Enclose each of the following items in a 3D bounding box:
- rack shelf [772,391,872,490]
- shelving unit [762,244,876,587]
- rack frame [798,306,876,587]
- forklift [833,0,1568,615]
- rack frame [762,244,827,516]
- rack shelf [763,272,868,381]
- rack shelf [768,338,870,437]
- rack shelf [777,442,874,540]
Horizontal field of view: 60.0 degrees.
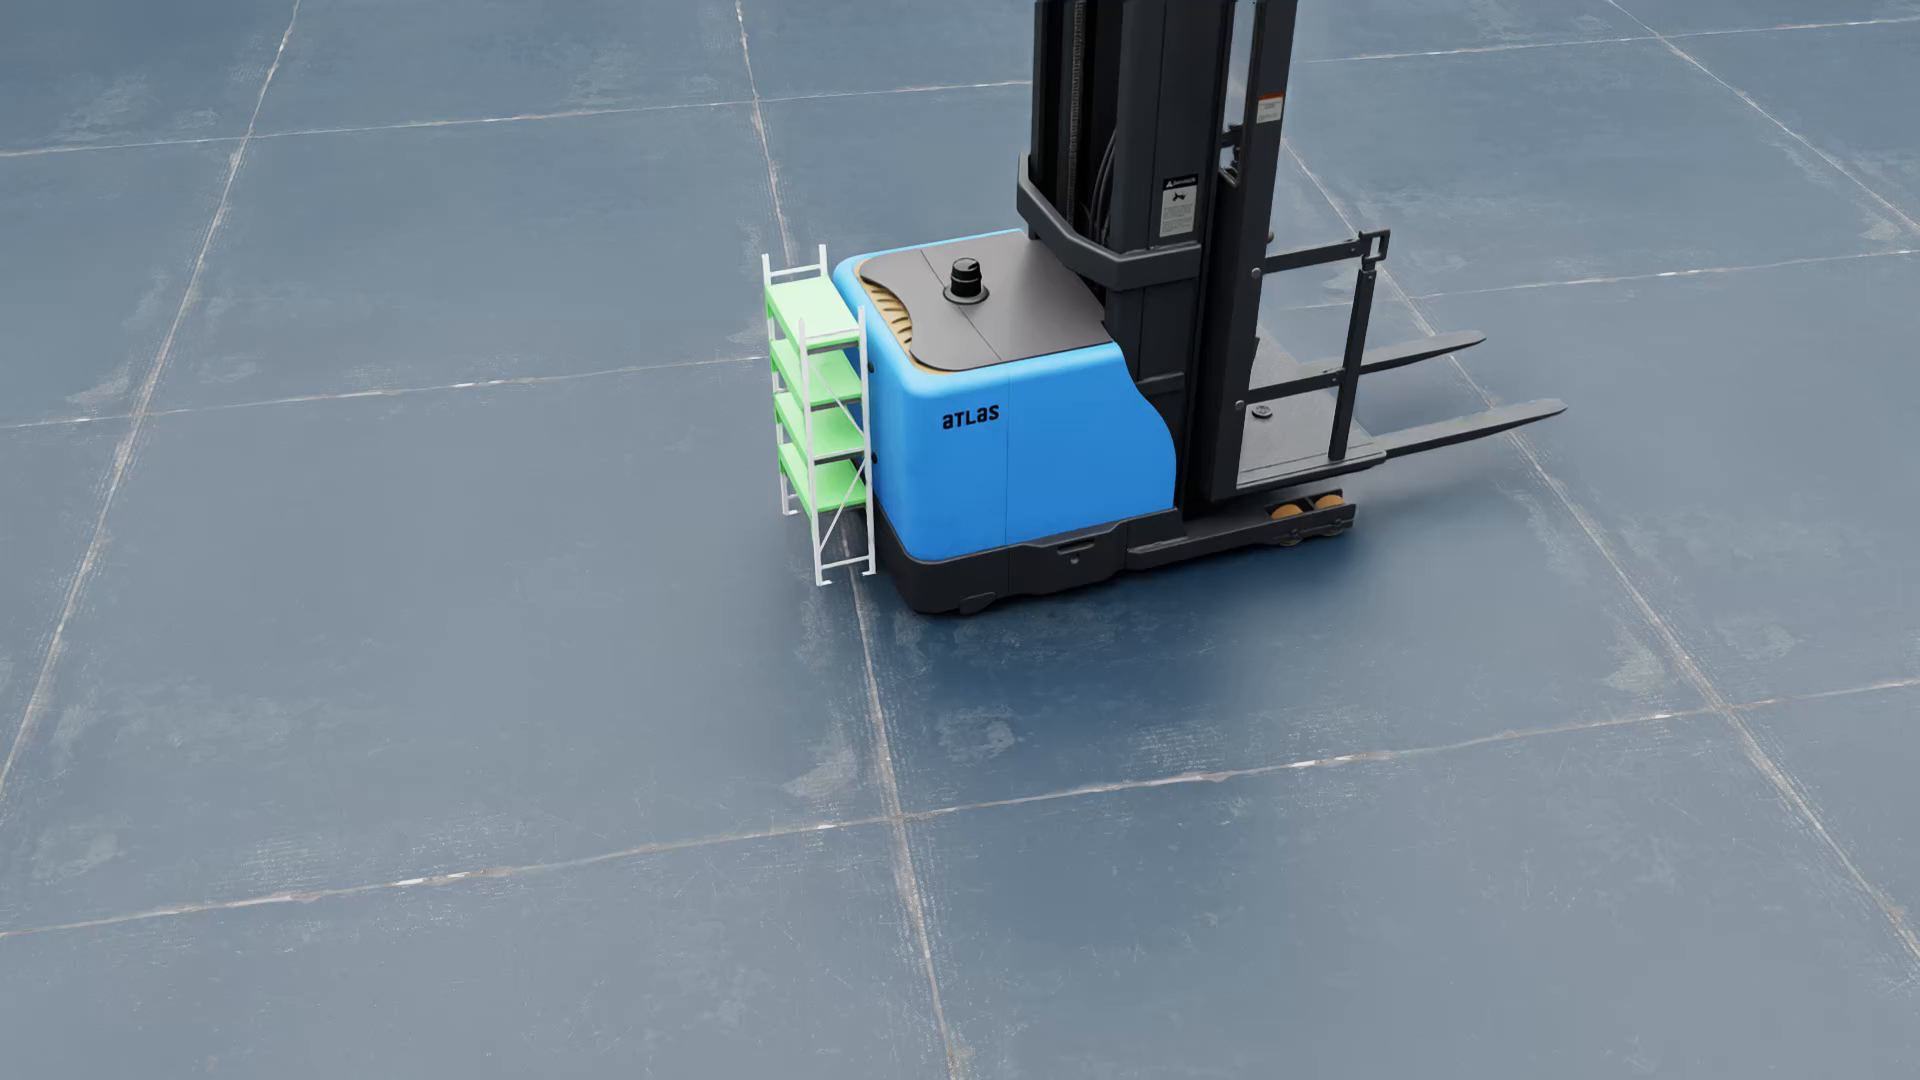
[{"bbox_3d":[-0.533,-0.411,6.405,0.258,0.148,0.480,-13,40,-16],"label":"rack shelf"},{"bbox_3d":[-0.533,-0.461,6.365,0.258,1.200,0.503,-13,40,-16],"label":"shelving unit"},{"bbox_3d":[-0.449,-0.321,6.184,0.240,1.200,0.015,-13,40,-16],"label":"rack frame"},{"bbox_3d":[1.071,-1.425,6.195,3.031,2.935,1.130,-13,40,-16],"label":"forklift"},{"bbox_3d":[-0.616,-0.602,6.546,0.240,1.200,0.015,-13,40,-16],"label":"rack frame"},{"bbox_3d":[-0.533,-0.790,6.110,0.258,0.148,0.480,-13,40,-16],"label":"rack shelf"},{"bbox_3d":[-0.533,-0.600,6.257,0.258,0.148,0.480,-13,40,-16],"label":"rack shelf"},{"bbox_3d":[-0.533,-0.221,6.552,0.258,0.148,0.480,-13,40,-16],"label":"rack shelf"}]
